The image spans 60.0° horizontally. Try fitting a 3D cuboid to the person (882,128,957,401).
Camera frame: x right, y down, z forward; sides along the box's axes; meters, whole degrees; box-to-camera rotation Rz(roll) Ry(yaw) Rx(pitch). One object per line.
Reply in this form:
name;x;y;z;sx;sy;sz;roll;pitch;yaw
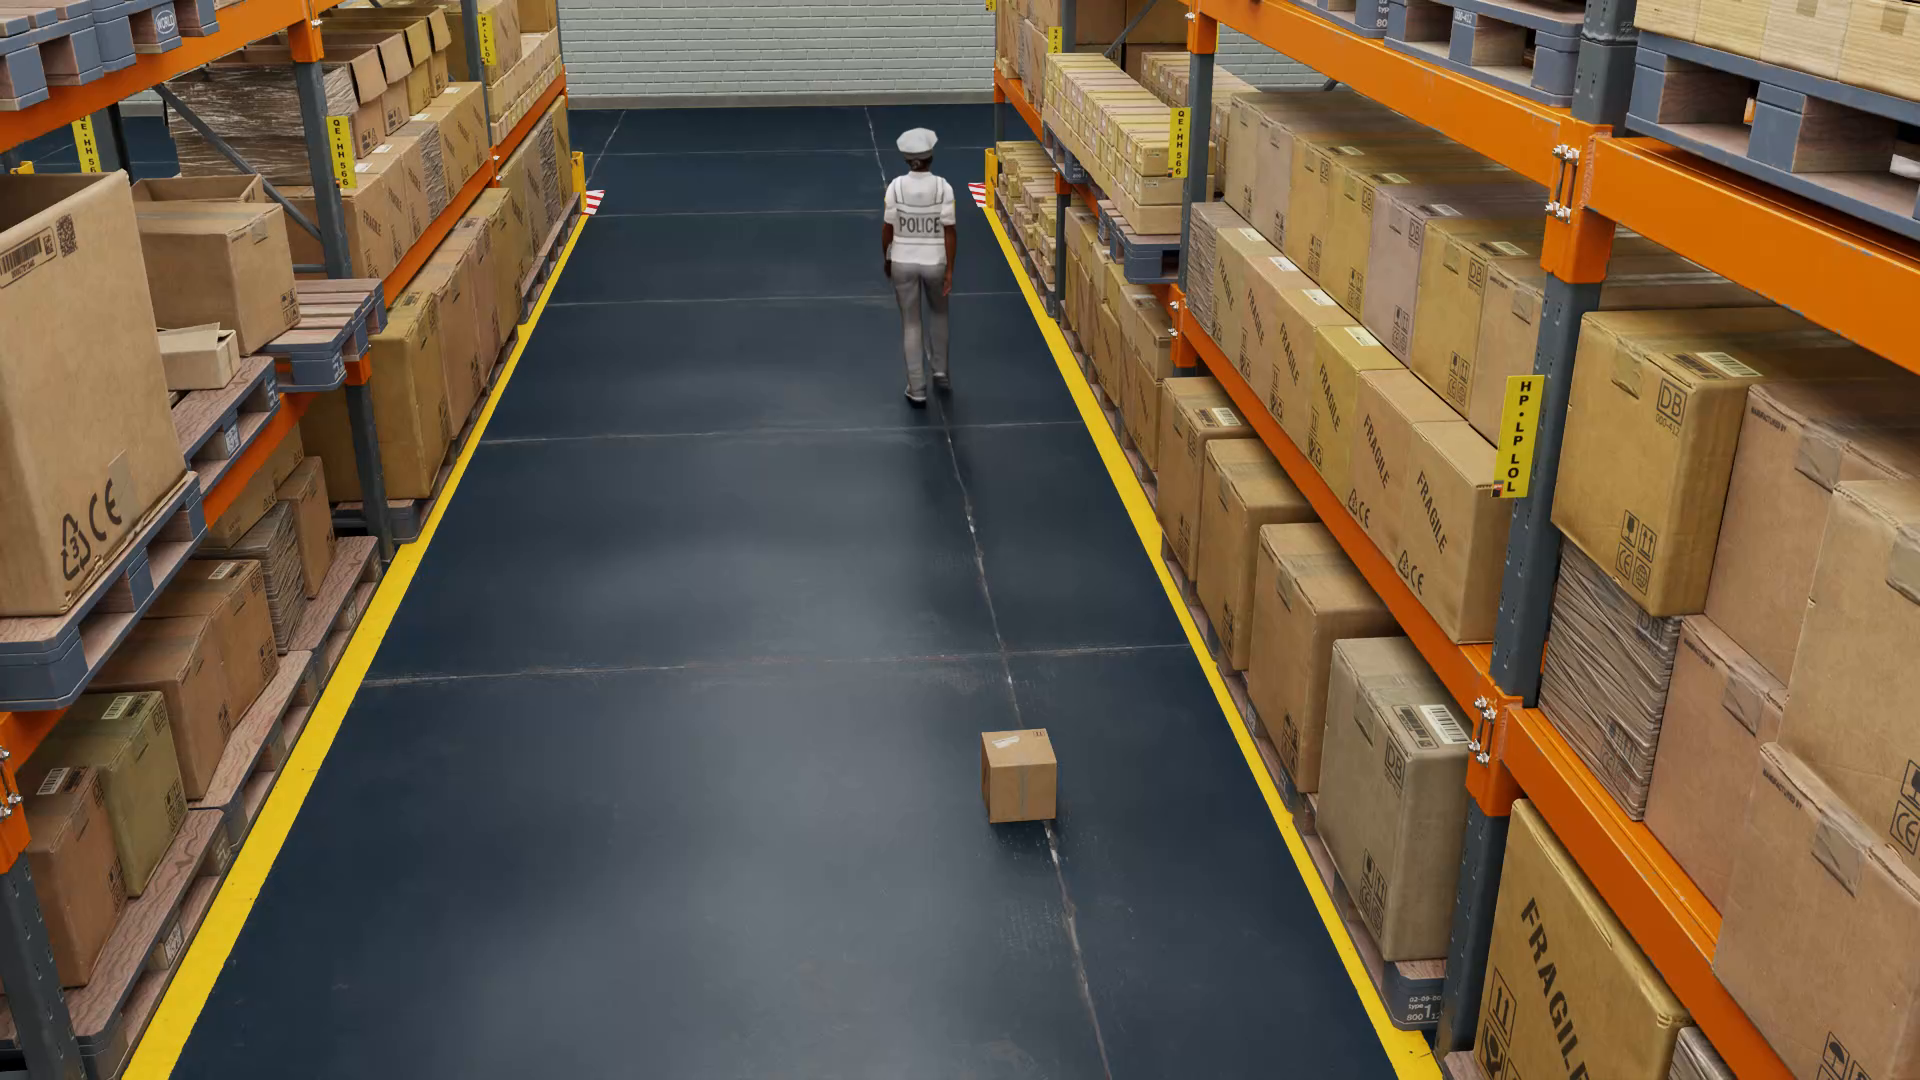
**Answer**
person;-0.257;-1.717;10.484;0.461;1.741;0.675;-1;24;-3
